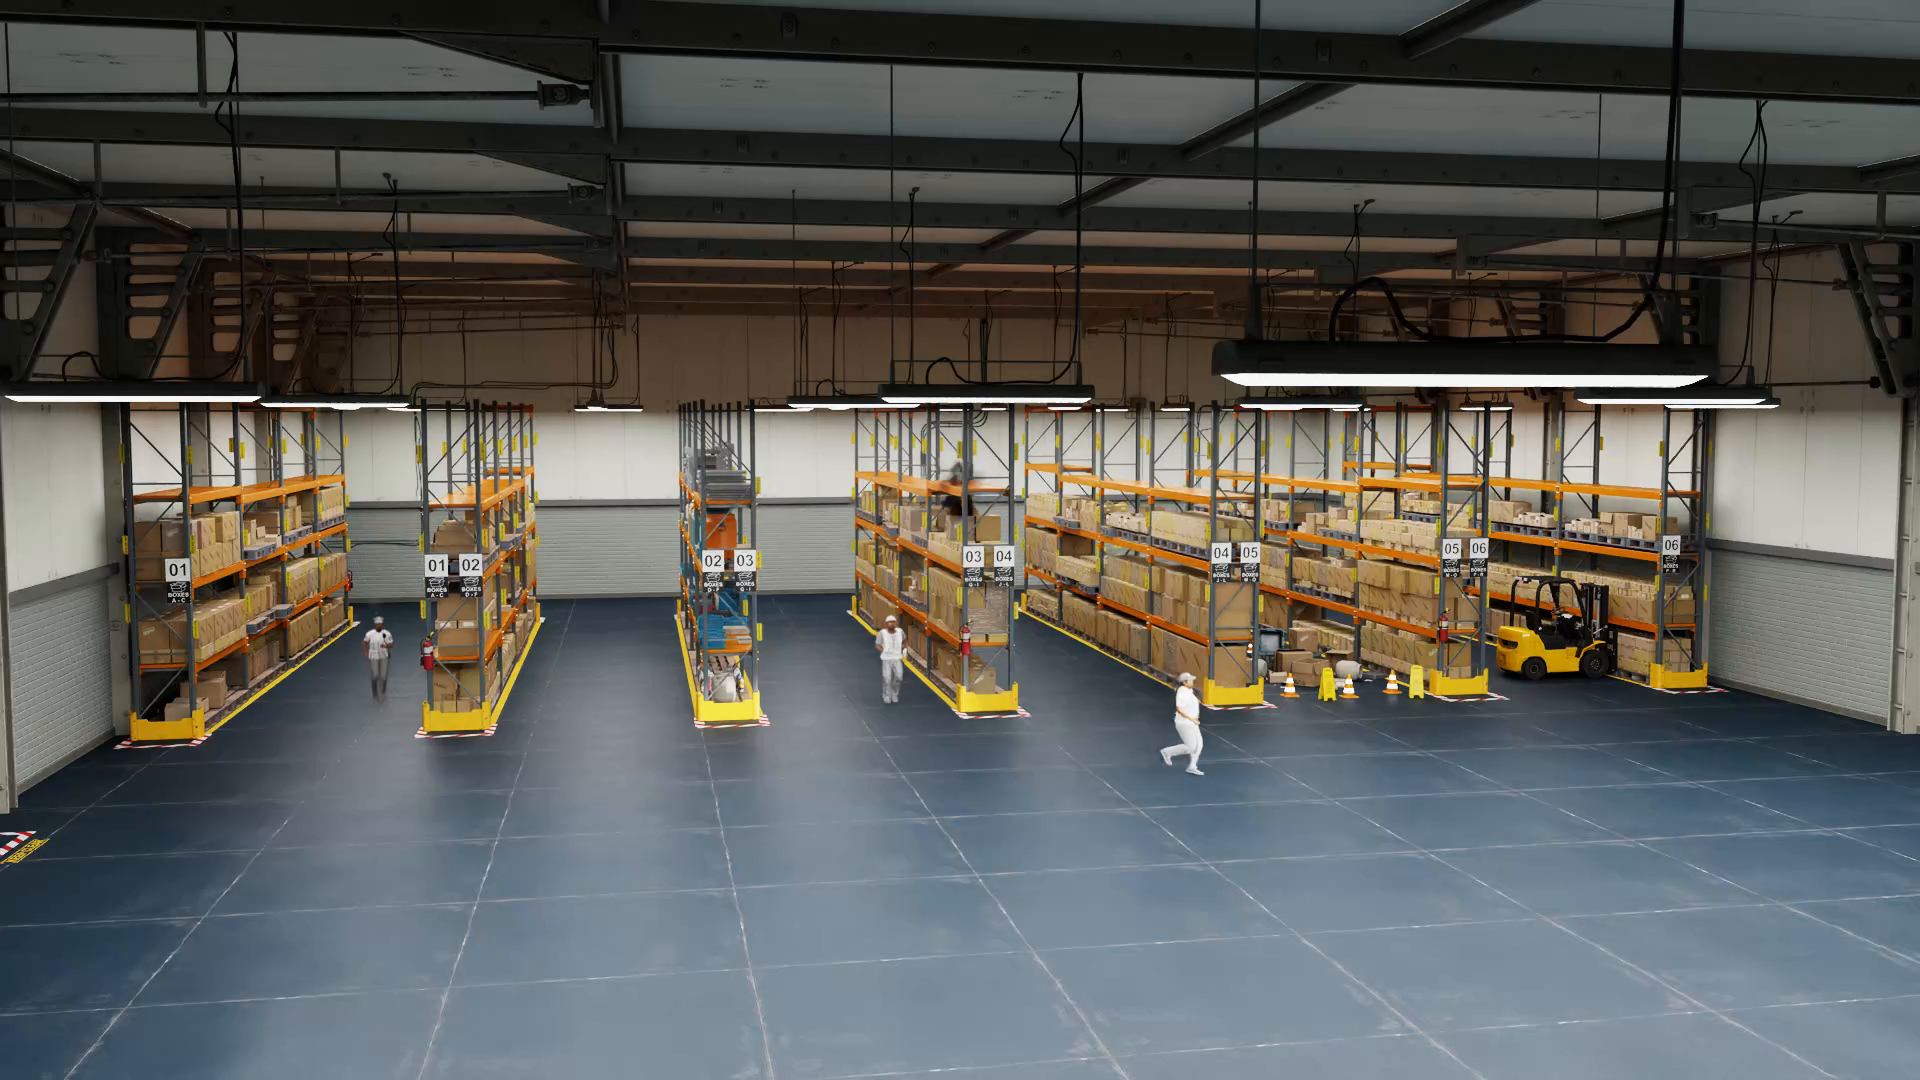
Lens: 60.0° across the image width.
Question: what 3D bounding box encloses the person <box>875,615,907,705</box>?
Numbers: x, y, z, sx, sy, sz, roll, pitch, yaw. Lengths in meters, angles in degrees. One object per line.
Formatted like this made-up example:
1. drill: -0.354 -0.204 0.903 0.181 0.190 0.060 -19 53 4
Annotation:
1. person: -1.328 2.370 32.772 0.696 1.775 0.664 -1 4 -15

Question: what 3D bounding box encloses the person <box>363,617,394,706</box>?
1. person: -11.531 2.388 33.003 0.547 1.756 0.777 -2 5 -25

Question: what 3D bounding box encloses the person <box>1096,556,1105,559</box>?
1. person: 4.104 1.048 50.382 0.627 1.732 0.675 -1 4 -9

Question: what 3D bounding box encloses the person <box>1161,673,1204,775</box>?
1. person: 3.558 2.925 26.491 0.685 1.643 0.608 1 4 14
